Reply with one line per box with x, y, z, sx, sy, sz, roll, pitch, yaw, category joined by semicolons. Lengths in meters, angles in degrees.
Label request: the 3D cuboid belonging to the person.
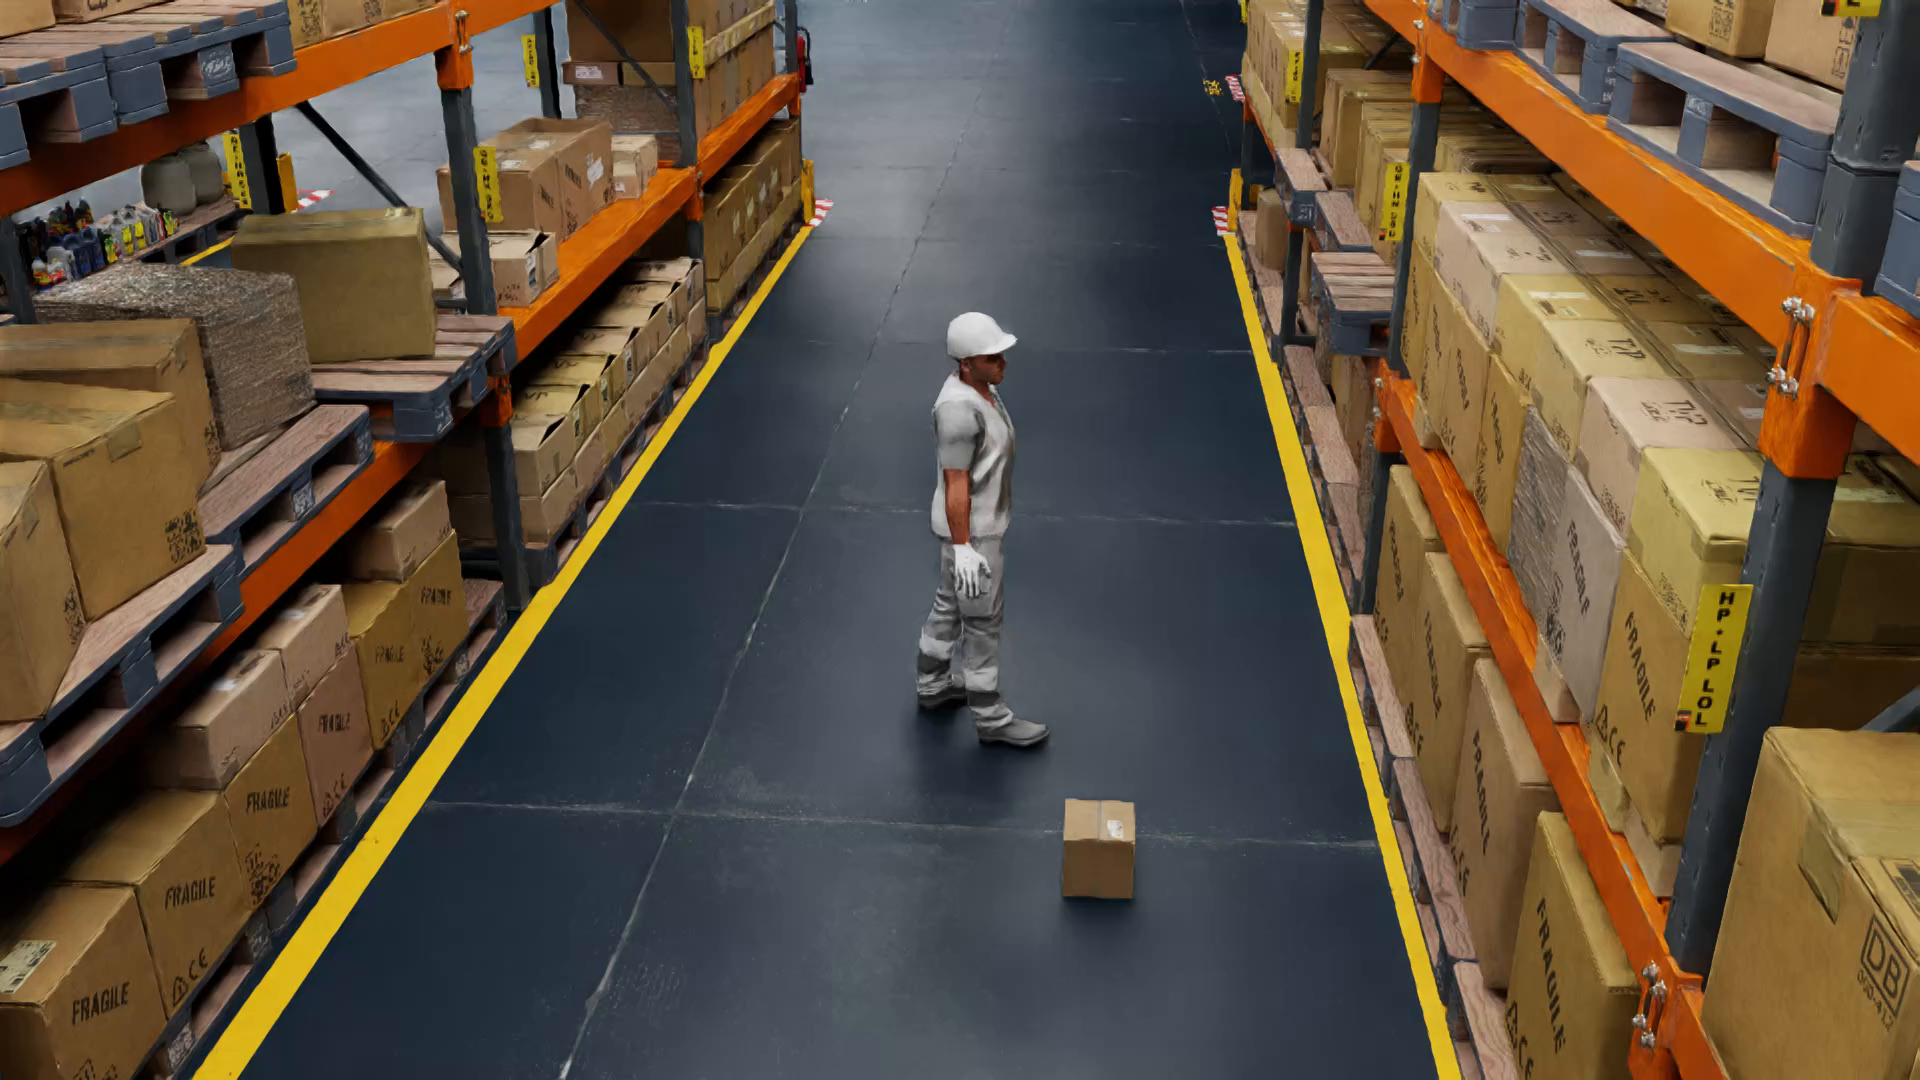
0.087;-0.031;6.611;0.583;1.792;0.725;2;24;5;person
